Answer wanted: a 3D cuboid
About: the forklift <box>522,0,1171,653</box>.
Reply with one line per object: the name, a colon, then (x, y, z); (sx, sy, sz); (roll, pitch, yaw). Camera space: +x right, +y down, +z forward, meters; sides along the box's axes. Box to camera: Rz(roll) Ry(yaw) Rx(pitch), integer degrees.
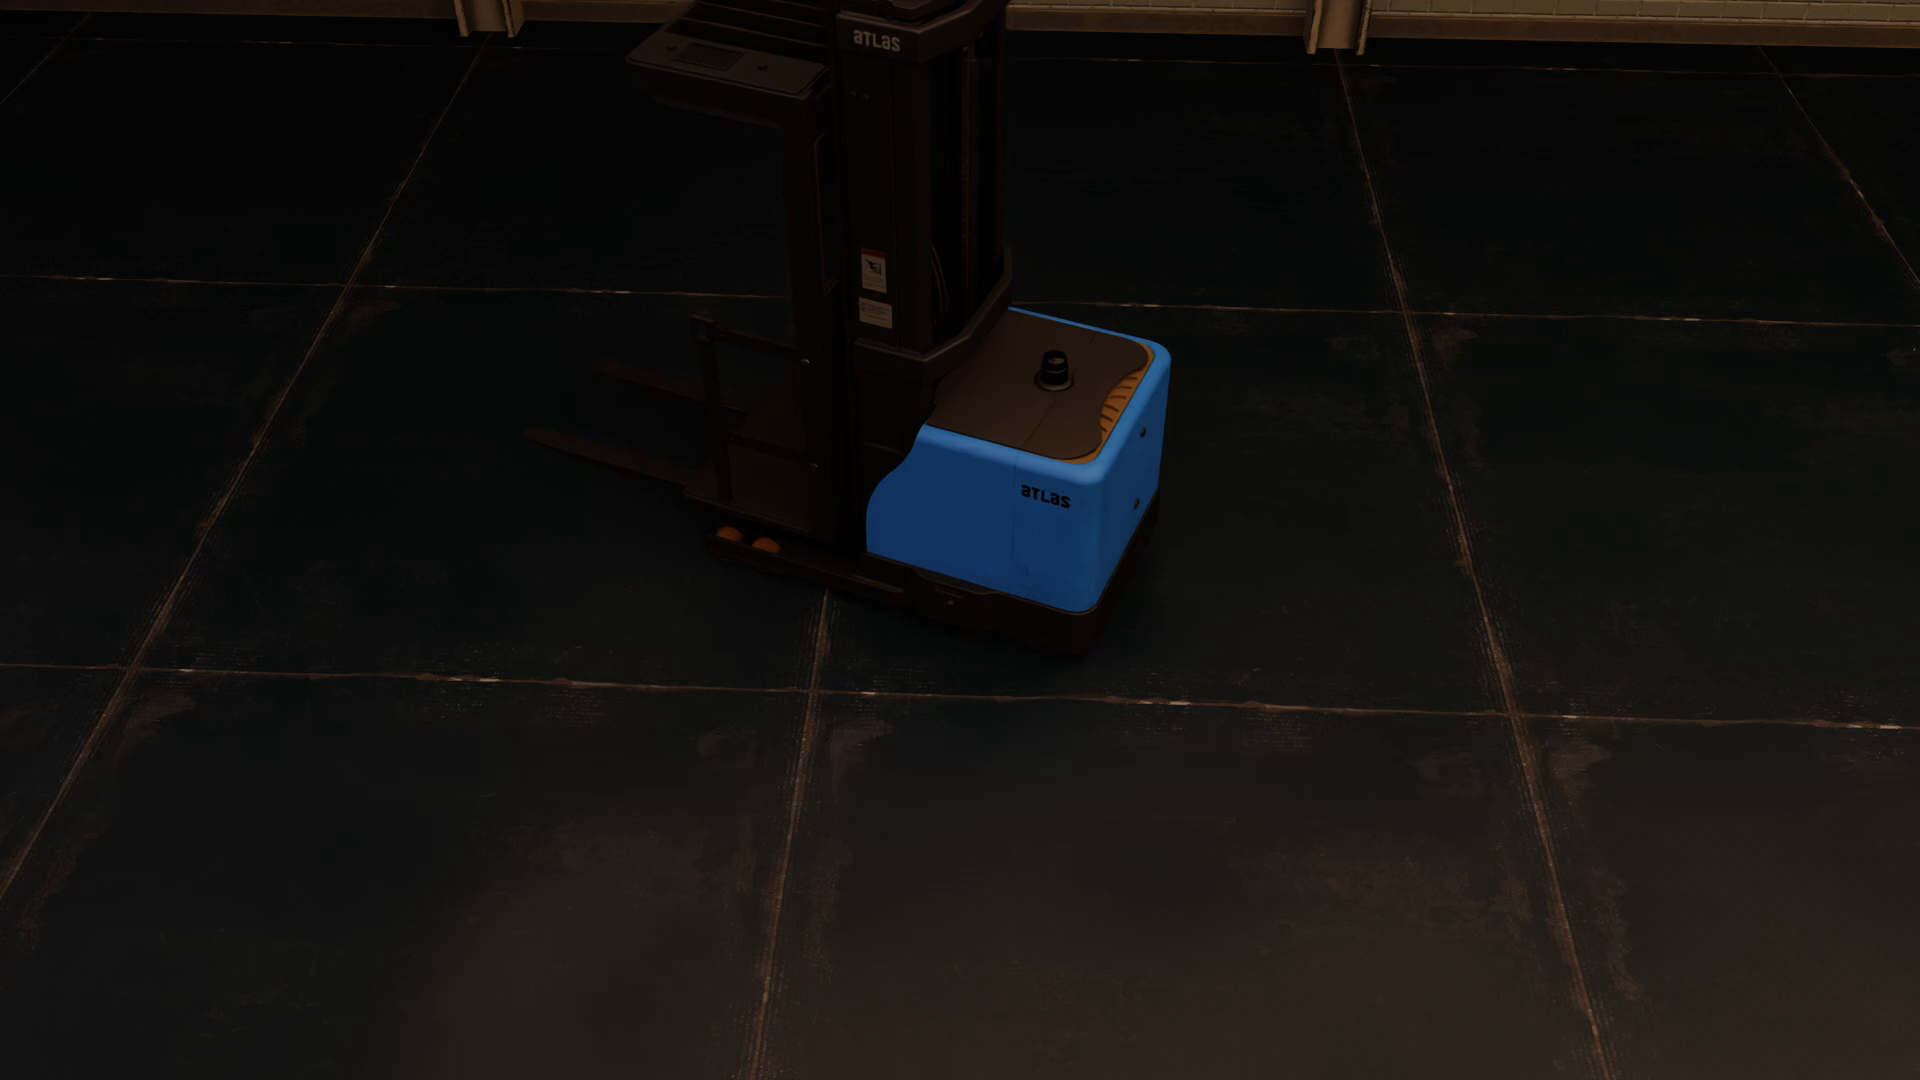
forklift: (-0.629, -1.239, 7.099); (3.031, 2.935, 1.130); (16, 45, 17)
